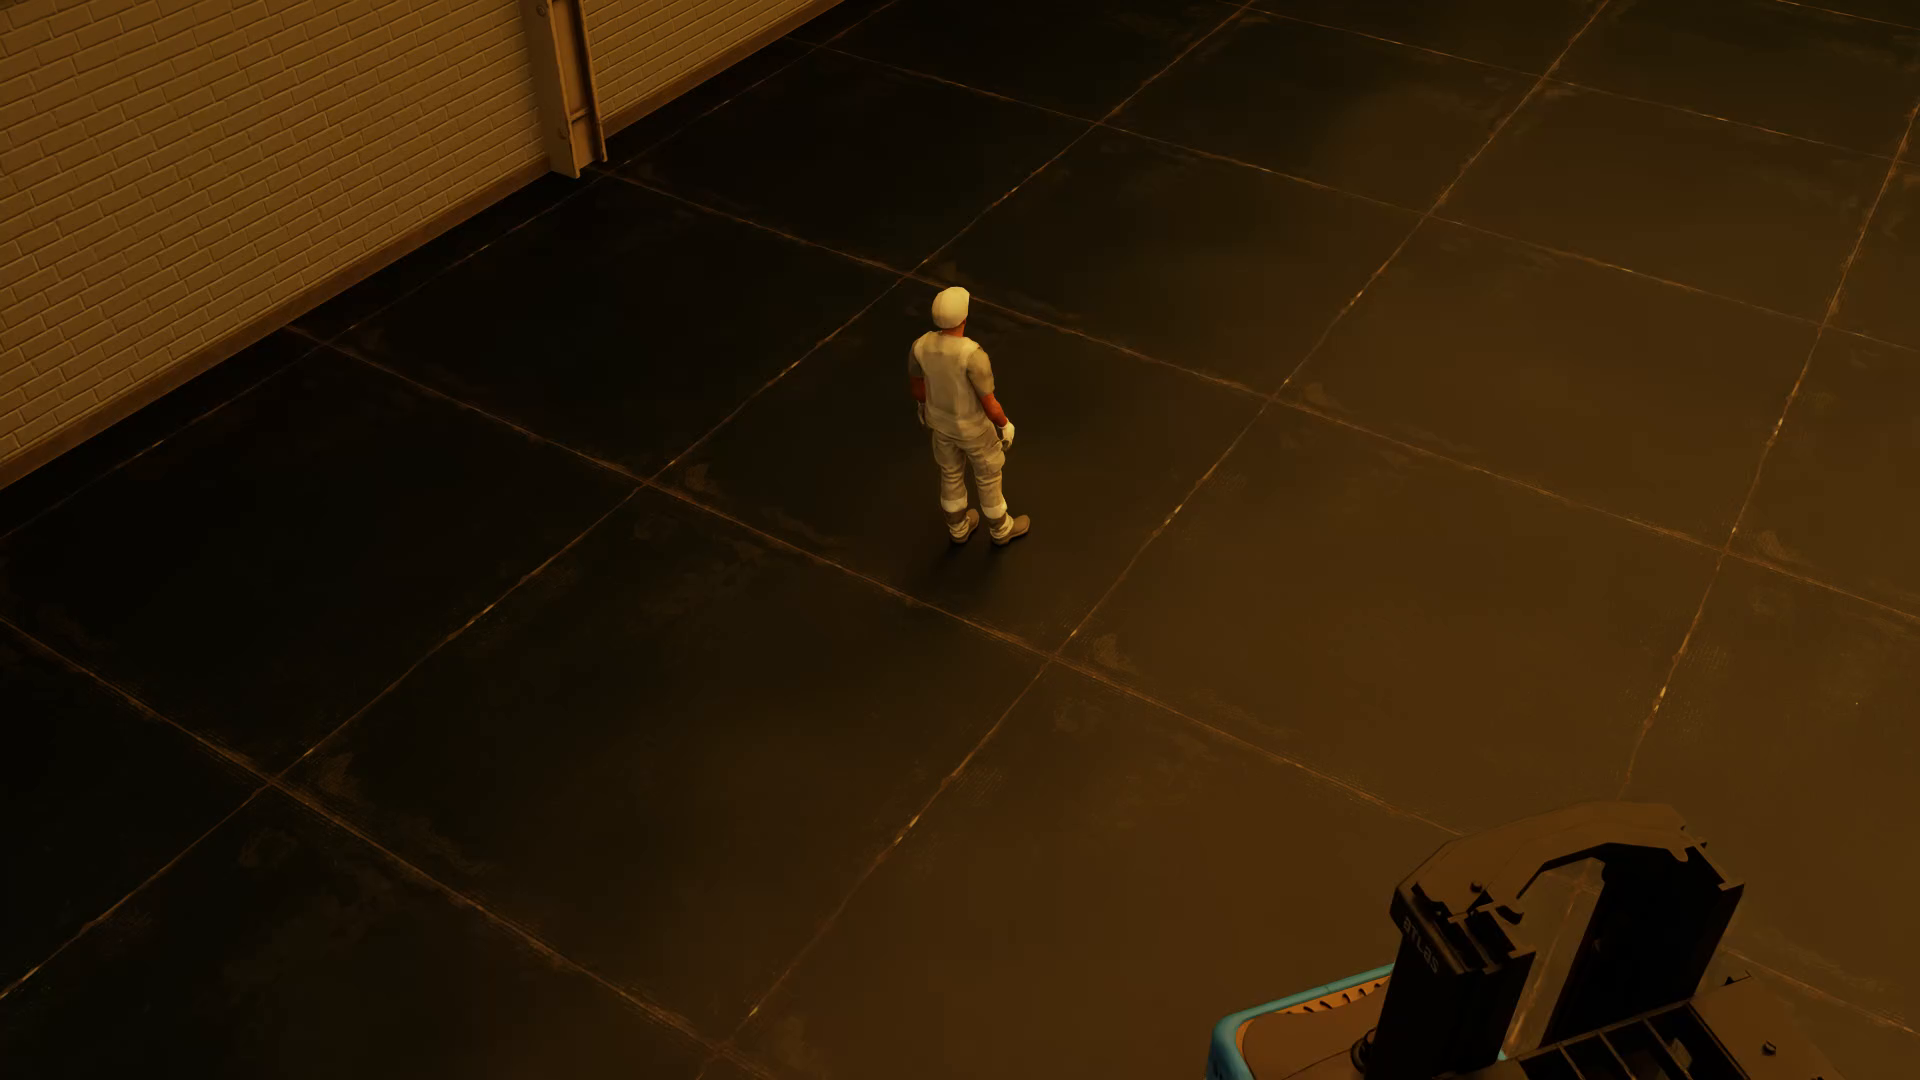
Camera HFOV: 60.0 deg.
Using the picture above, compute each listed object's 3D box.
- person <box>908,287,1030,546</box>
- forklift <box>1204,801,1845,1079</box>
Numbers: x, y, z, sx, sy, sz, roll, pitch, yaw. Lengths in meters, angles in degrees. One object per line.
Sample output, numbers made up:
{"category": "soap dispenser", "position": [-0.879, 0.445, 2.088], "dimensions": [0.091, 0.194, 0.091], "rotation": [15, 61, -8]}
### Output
{"category": "person", "position": [0.054, -0.728, 9.698], "dimensions": [0.637, 1.787, 0.563], "rotation": [22, 45, 24]}
{"category": "forklift", "position": [1.921, 2.347, 5.197], "dimensions": [1.130, 2.935, 3.031], "rotation": [-13, 42, -15]}
